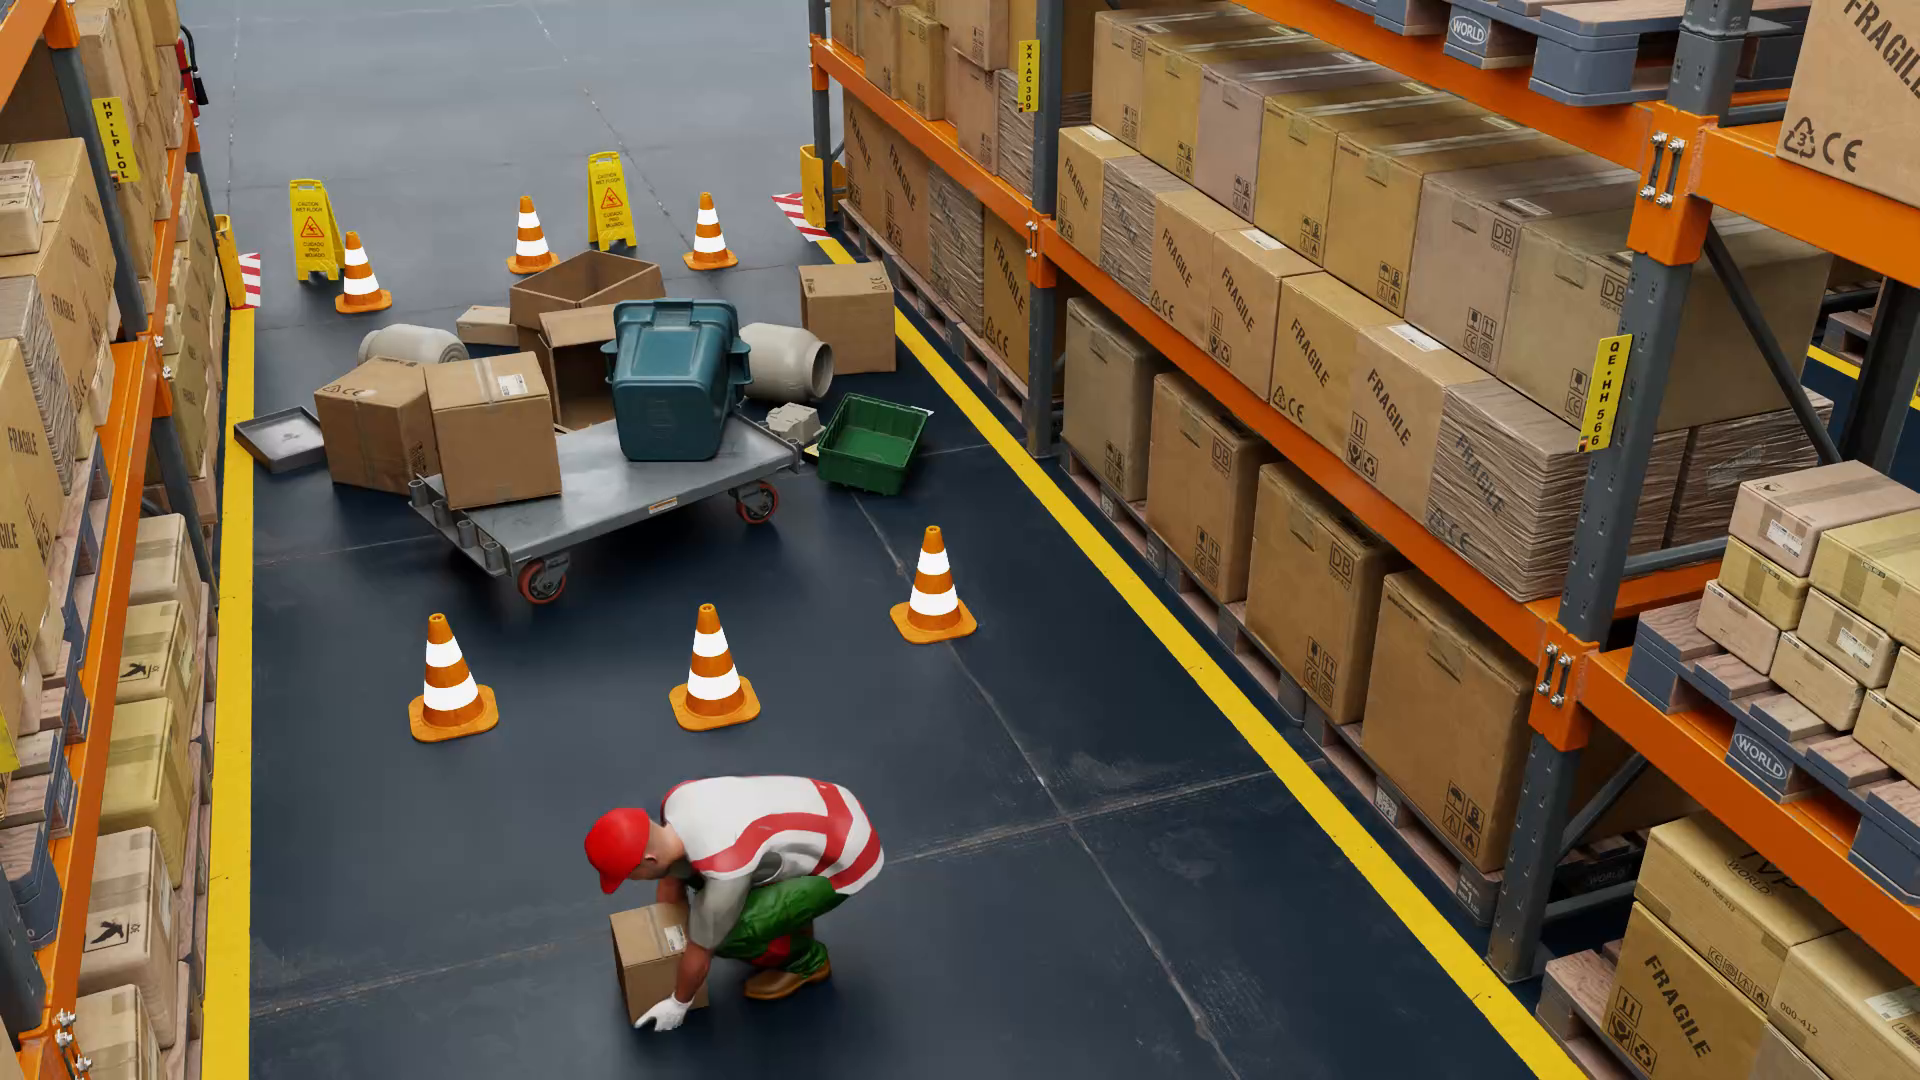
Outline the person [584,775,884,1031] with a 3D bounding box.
[{"bbox_3d":[-0.695,1.105,5.256,0.916,0.876,0.538,-11,31,-18],"label":"person"}]
